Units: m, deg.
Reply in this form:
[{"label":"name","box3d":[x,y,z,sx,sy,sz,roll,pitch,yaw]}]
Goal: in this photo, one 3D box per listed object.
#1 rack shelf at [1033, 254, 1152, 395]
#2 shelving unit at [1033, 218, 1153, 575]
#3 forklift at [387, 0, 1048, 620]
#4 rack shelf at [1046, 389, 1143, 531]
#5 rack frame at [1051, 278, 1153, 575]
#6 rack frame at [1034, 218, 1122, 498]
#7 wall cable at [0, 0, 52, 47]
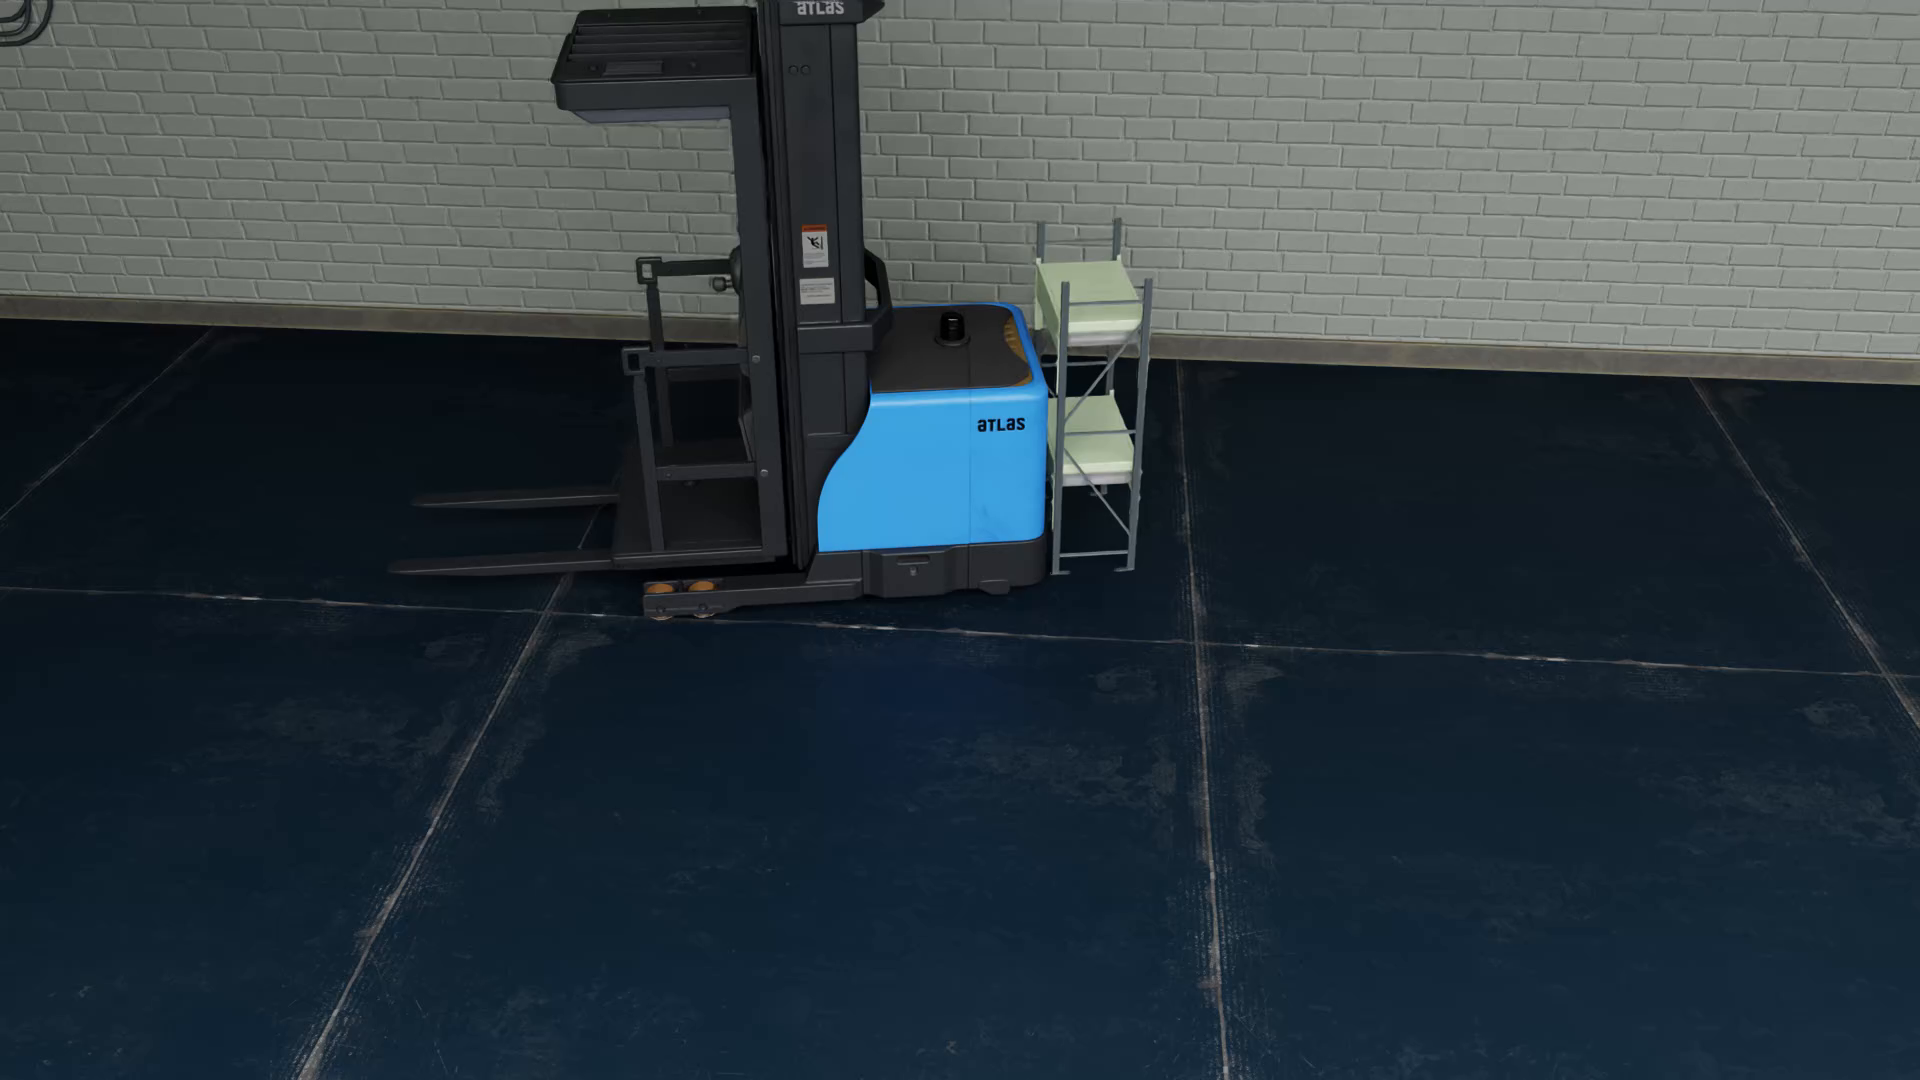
[{"label":"rack shelf","box3d":[0.602,-1.009,7.715,0.431,0.370,0.720,-3,32,-5]},{"label":"shelving unit","box3d":[0.601,-0.677,7.919,0.431,1.500,0.755,-3,32,-5]},{"label":"forklift","box3d":[-1.146,-1.171,7.357,3.031,2.935,1.130,-3,32,-5]},{"label":"rack shelf","box3d":[0.601,-0.400,8.090,0.431,0.370,0.720,-3,32,-5]},{"label":"rack frame","box3d":[0.639,-0.486,7.609,0.400,1.500,0.023,-3,32,-5]},{"label":"rack frame","box3d":[0.564,-0.868,8.229,0.400,1.500,0.023,-3,32,-5]},{"label":"wall cable","box3d":[-6.660,-3.926,9.003,3.097,2.526,0.112,2,32,4]}]
